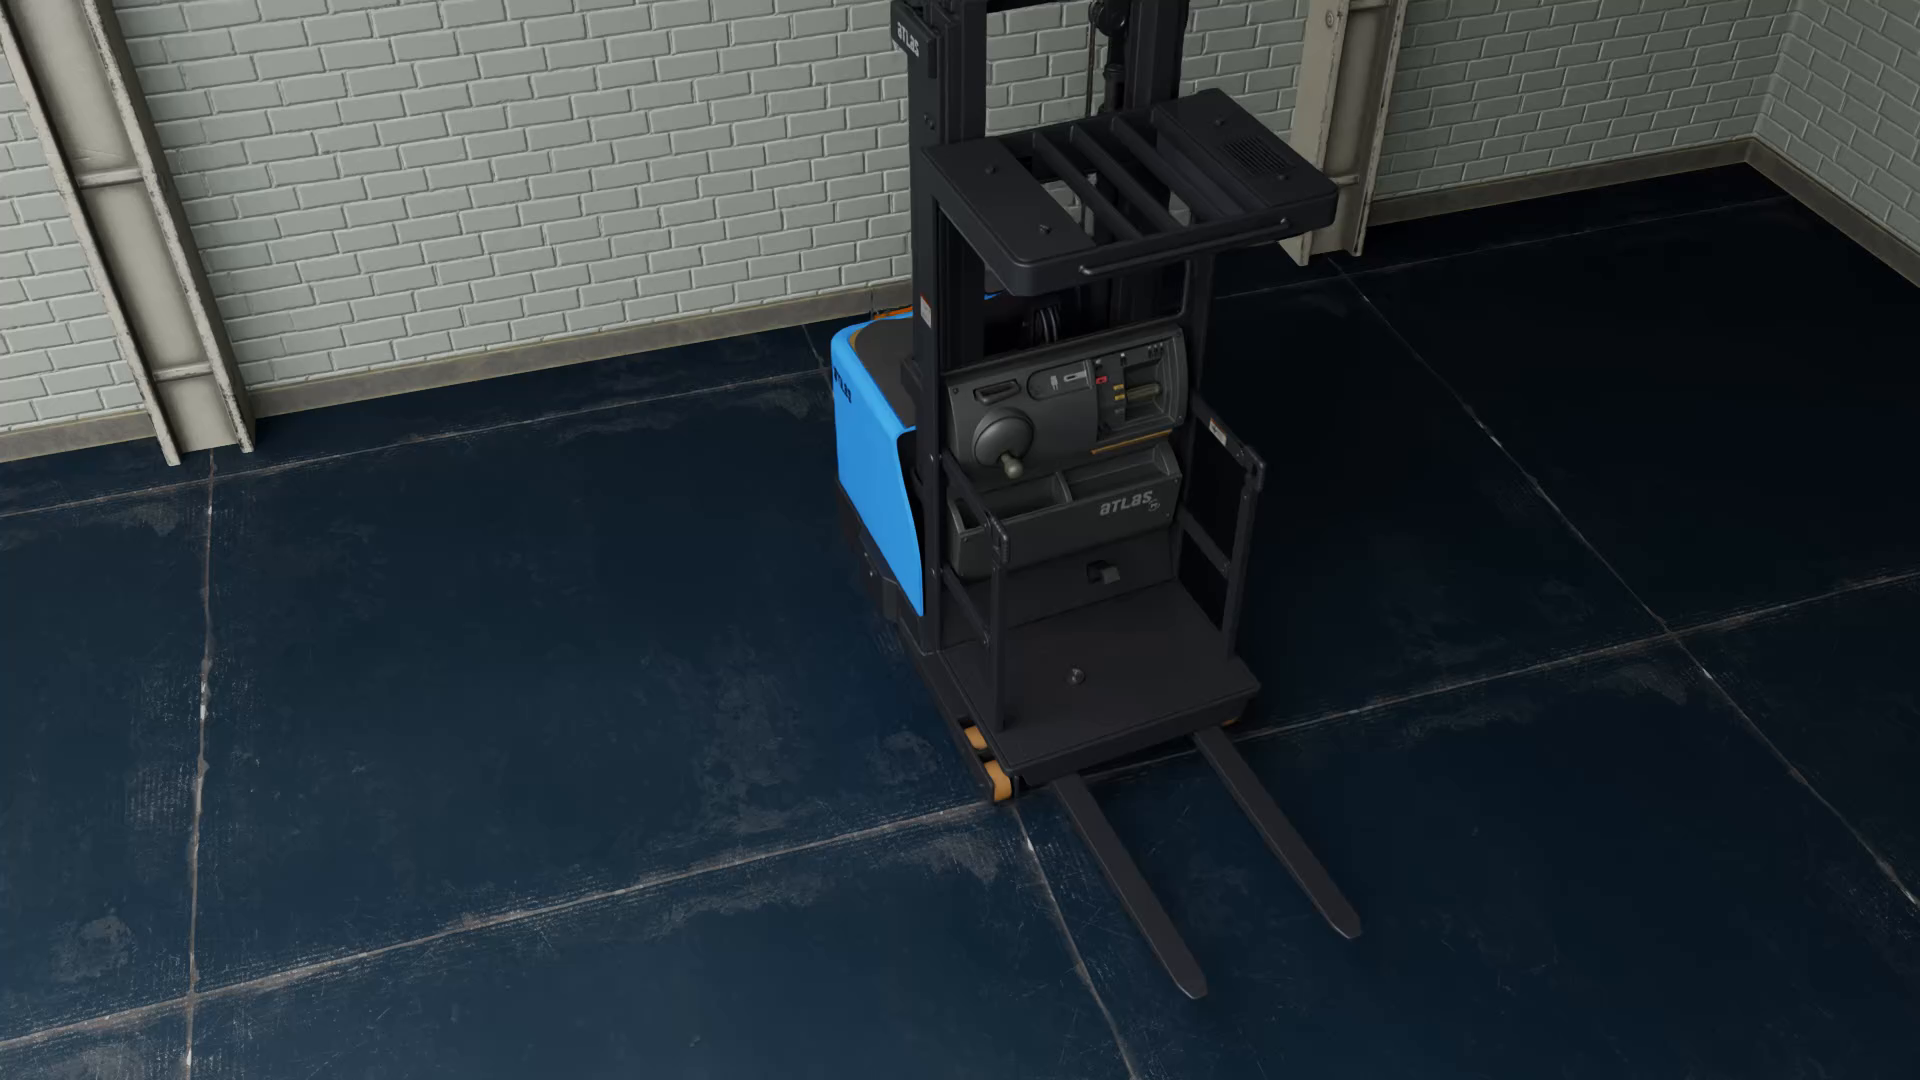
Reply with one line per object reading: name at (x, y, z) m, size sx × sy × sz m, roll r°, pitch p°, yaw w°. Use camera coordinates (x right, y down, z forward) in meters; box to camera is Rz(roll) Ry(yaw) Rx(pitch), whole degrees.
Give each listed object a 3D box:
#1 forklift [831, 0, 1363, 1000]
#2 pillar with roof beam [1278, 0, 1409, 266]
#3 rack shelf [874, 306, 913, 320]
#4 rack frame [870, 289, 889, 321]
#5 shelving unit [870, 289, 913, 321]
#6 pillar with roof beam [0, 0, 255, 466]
forklift at (0.485, -0.413, 5.845) m, size 1.130 × 2.935 × 3.031 m, roll -16°, pitch 44°, yaw -17°
pillar with roof beam at (3.347, -2.364, 3.466) m, size 0.400 × 9.000 × 9.100 m, roll -12°, pitch 42°, yaw -13°
rack shelf at (-0.239, -0.877, 7.390) m, size 0.240 × 0.259 × 0.215 m, roll -16°, pitch 44°, yaw -18°
rack frame at (-0.350, -0.639, 7.533) m, size 0.008 × 1.050 × 0.200 m, roll -16°, pitch 44°, yaw -18°
shelving unit at (-0.239, -0.671, 7.570) m, size 0.252 × 1.050 × 0.215 m, roll -16°, pitch 44°, yaw -18°
pillar with roof beam at (-2.376, -1.179, 2.109) m, size 0.400 × 9.000 × 9.100 m, roll -12°, pitch 42°, yaw -13°
